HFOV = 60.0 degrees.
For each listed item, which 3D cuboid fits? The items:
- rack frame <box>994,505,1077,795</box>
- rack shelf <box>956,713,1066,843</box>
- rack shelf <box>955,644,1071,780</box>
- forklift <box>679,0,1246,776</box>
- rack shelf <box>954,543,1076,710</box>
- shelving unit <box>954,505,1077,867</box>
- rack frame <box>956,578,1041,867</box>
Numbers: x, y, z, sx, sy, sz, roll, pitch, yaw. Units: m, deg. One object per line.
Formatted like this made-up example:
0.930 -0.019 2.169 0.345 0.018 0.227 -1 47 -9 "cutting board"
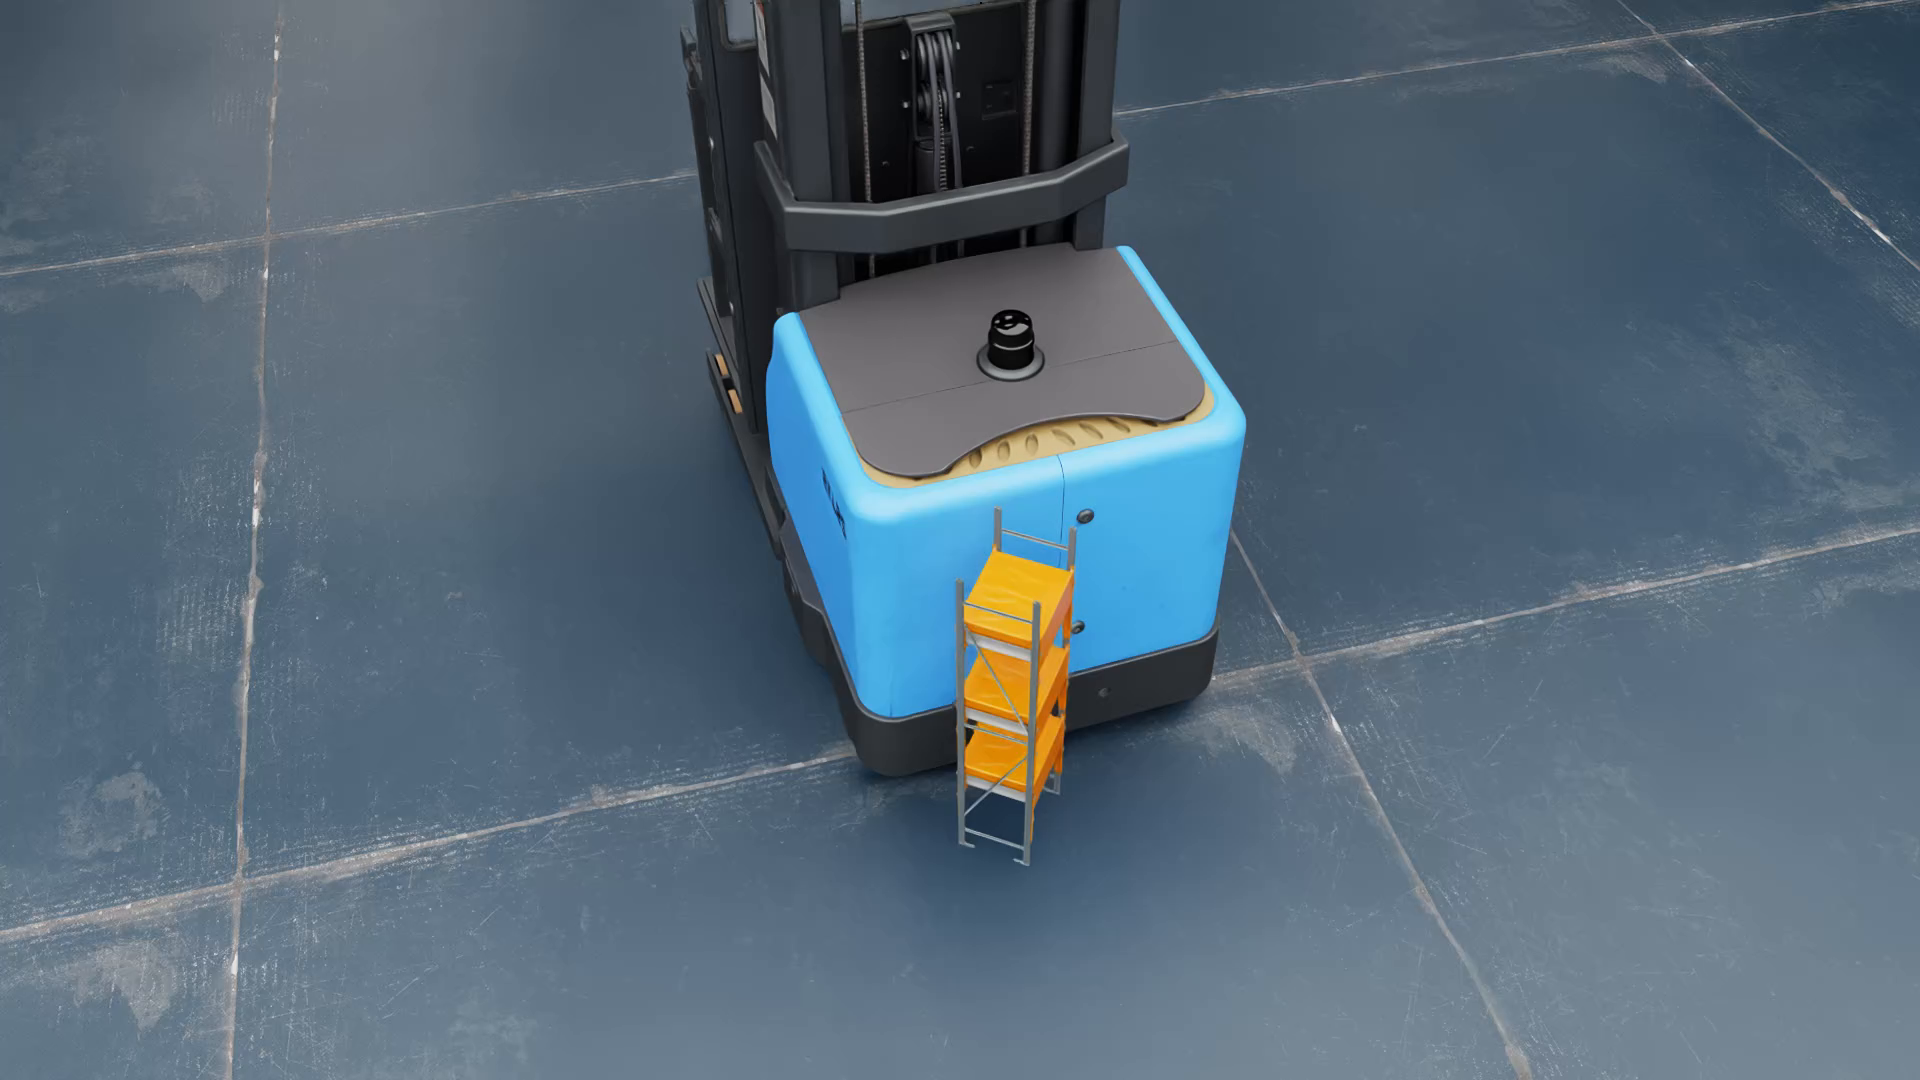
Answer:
0.177 0.310 4.206 0.200 1.050 0.008 16 49 15 "rack frame"
0.134 0.591 4.337 0.215 0.259 0.240 16 49 15 "rack shelf"
0.132 0.400 4.135 0.215 0.259 0.240 16 49 15 "rack shelf"
-0.227 -1.457 4.625 1.130 2.935 3.031 -13 47 -13 "forklift"
0.131 0.204 3.930 0.215 0.259 0.240 16 49 15 "rack shelf"
0.132 0.392 4.128 0.215 1.050 0.252 16 49 15 "shelving unit"
0.087 0.475 4.050 0.200 1.050 0.008 16 49 15 "rack frame"
